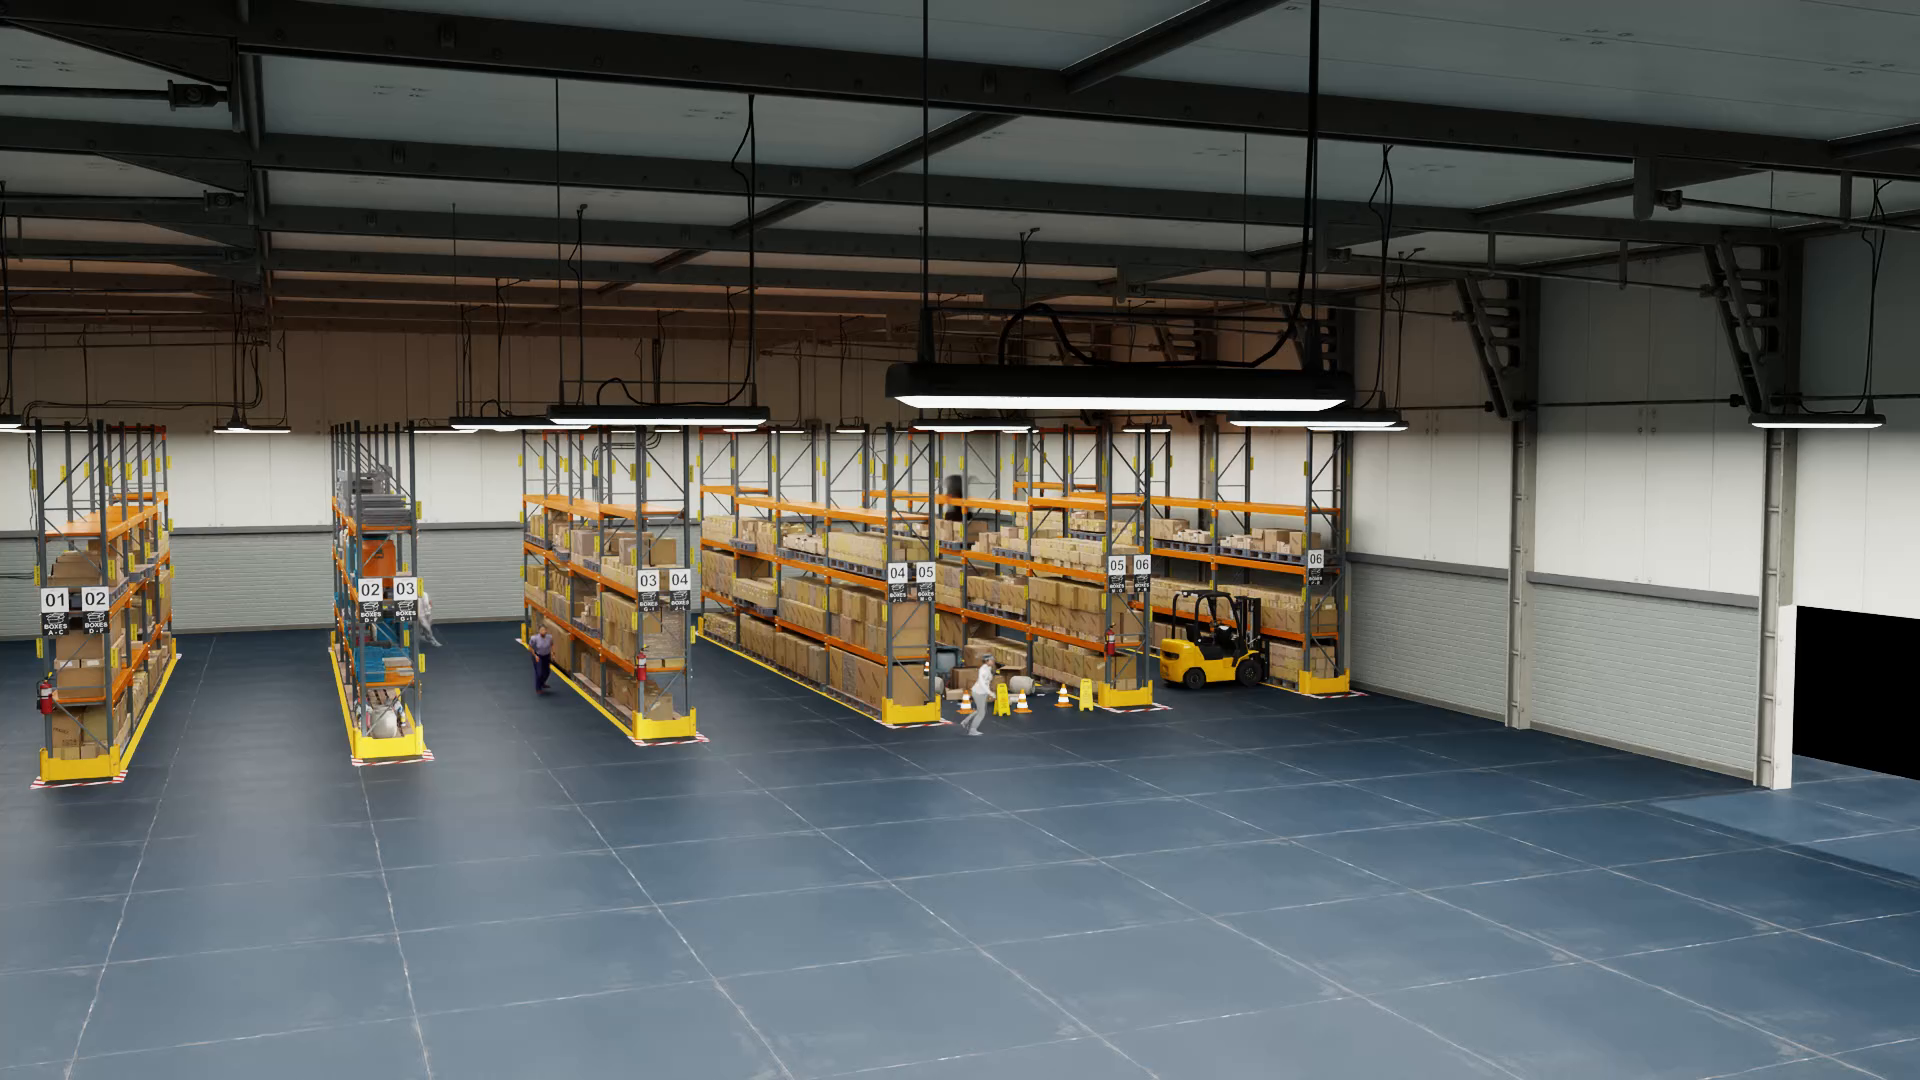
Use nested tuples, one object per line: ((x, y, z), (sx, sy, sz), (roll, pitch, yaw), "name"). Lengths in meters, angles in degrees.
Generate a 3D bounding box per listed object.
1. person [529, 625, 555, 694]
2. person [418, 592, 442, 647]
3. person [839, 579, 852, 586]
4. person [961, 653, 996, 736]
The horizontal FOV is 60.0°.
((-9.343, 2.633, 37.097), (0.635, 1.557, 0.810), (-3, 5, -40), "person")
((-14.640, 2.034, 45.191), (1.002, 1.714, 0.740), (3, 5, 41), "person")
((-3.517, 1.753, 50.850), (0.765, 1.613, 0.588), (-2, 4, -31), "person")
((0.361, 2.939, 31.762), (0.699, 1.608, 0.589), (1, 4, 8), "person")
